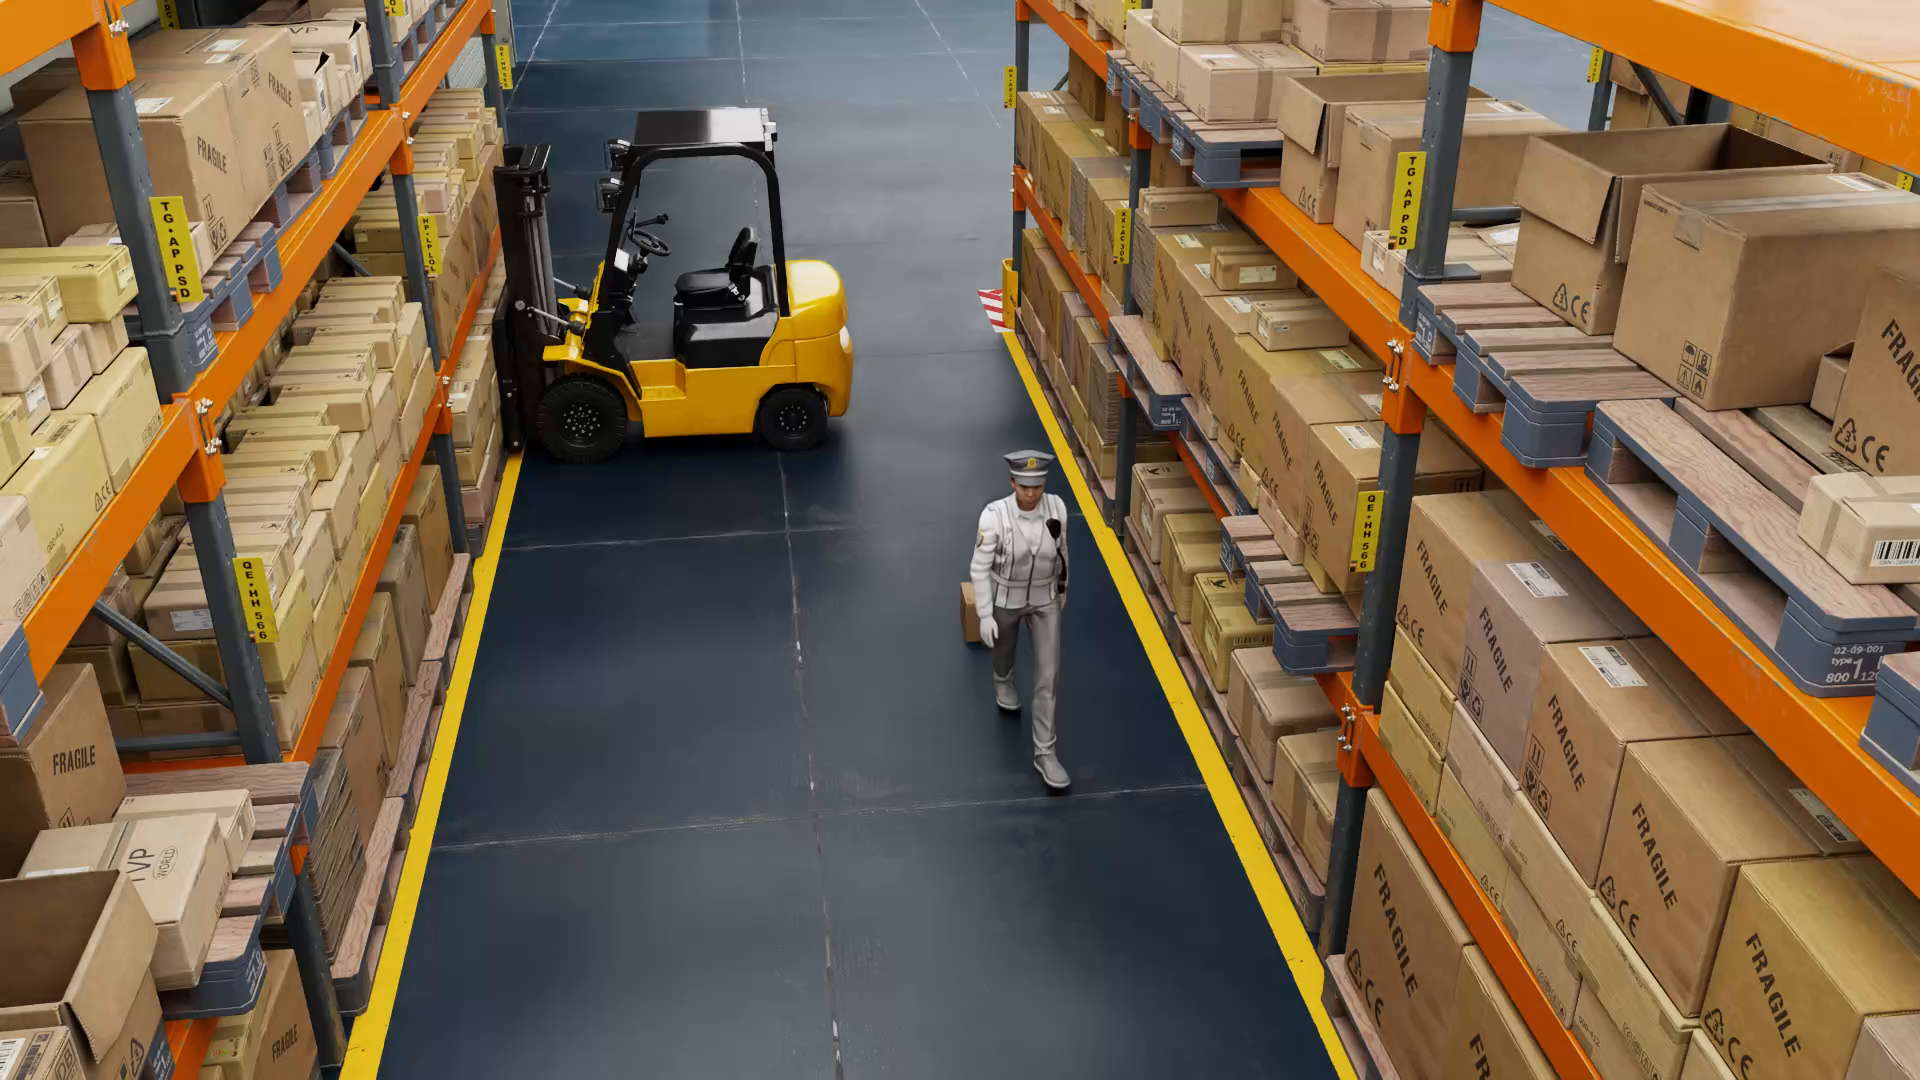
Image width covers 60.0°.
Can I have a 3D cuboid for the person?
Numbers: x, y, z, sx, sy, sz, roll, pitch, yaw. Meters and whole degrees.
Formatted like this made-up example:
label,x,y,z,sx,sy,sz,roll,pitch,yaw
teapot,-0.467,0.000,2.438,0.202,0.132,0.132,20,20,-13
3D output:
label,x,y,z,sx,sy,sz,roll,pitch,yaw
person,0.301,0.285,8.036,0.515,1.610,1.008,-3,28,-7
